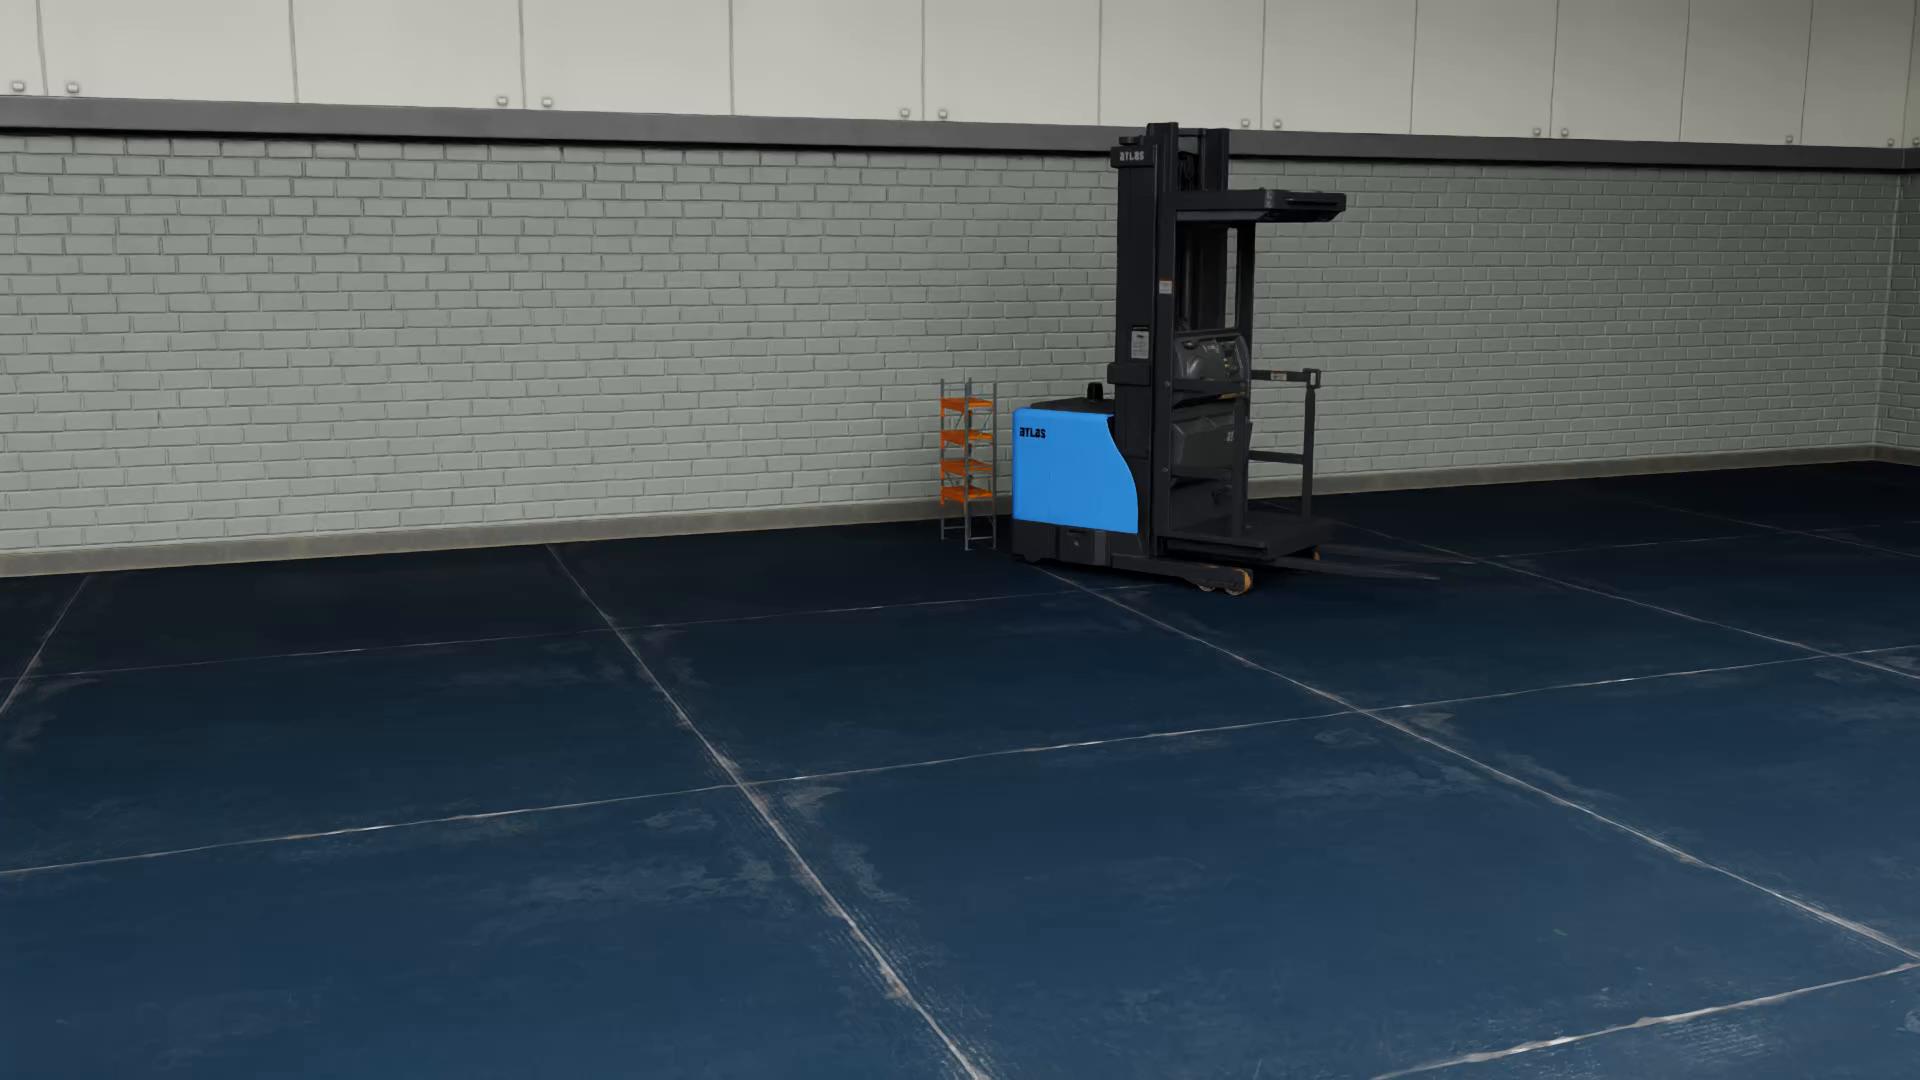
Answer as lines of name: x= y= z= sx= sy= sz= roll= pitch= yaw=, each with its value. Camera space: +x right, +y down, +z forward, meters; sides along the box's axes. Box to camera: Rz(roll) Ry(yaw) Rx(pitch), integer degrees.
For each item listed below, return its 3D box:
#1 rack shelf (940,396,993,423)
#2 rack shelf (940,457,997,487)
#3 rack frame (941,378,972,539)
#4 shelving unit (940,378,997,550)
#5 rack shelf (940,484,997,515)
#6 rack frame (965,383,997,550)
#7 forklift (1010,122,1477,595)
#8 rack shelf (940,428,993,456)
rack shelf: x=0.060 y=-0.951 z=12.094 sx=0.258 sy=0.148 sz=0.480 roll=-4 pitch=11 yaw=-21
rack shelf: x=0.060 y=-0.497 z=12.175 sx=0.258 sy=0.148 sz=0.480 roll=-4 pitch=11 yaw=-21
rack frame: x=-0.028 y=-0.604 z=12.387 sx=0.240 sy=1.200 sz=0.015 roll=-4 pitch=11 yaw=-21
shelving unit: x=0.060 y=-0.564 z=12.163 sx=0.258 sy=1.200 sz=0.503 roll=-4 pitch=11 yaw=-21
rack shelf: x=0.060 y=-0.302 z=12.210 sx=0.258 sy=0.148 sz=0.480 roll=-4 pitch=11 yaw=-21
rack frame: x=0.148 y=-0.524 z=11.939 sx=0.240 sy=1.200 sz=0.015 roll=-4 pitch=11 yaw=-21
forklift: x=1.824 y=-1.200 z=10.796 sx=3.031 sy=2.935 sz=1.130 roll=8 pitch=13 yaw=37
rack shelf: x=0.060 y=-0.718 z=12.136 sx=0.258 sy=0.148 sz=0.480 roll=-4 pitch=11 yaw=-21
